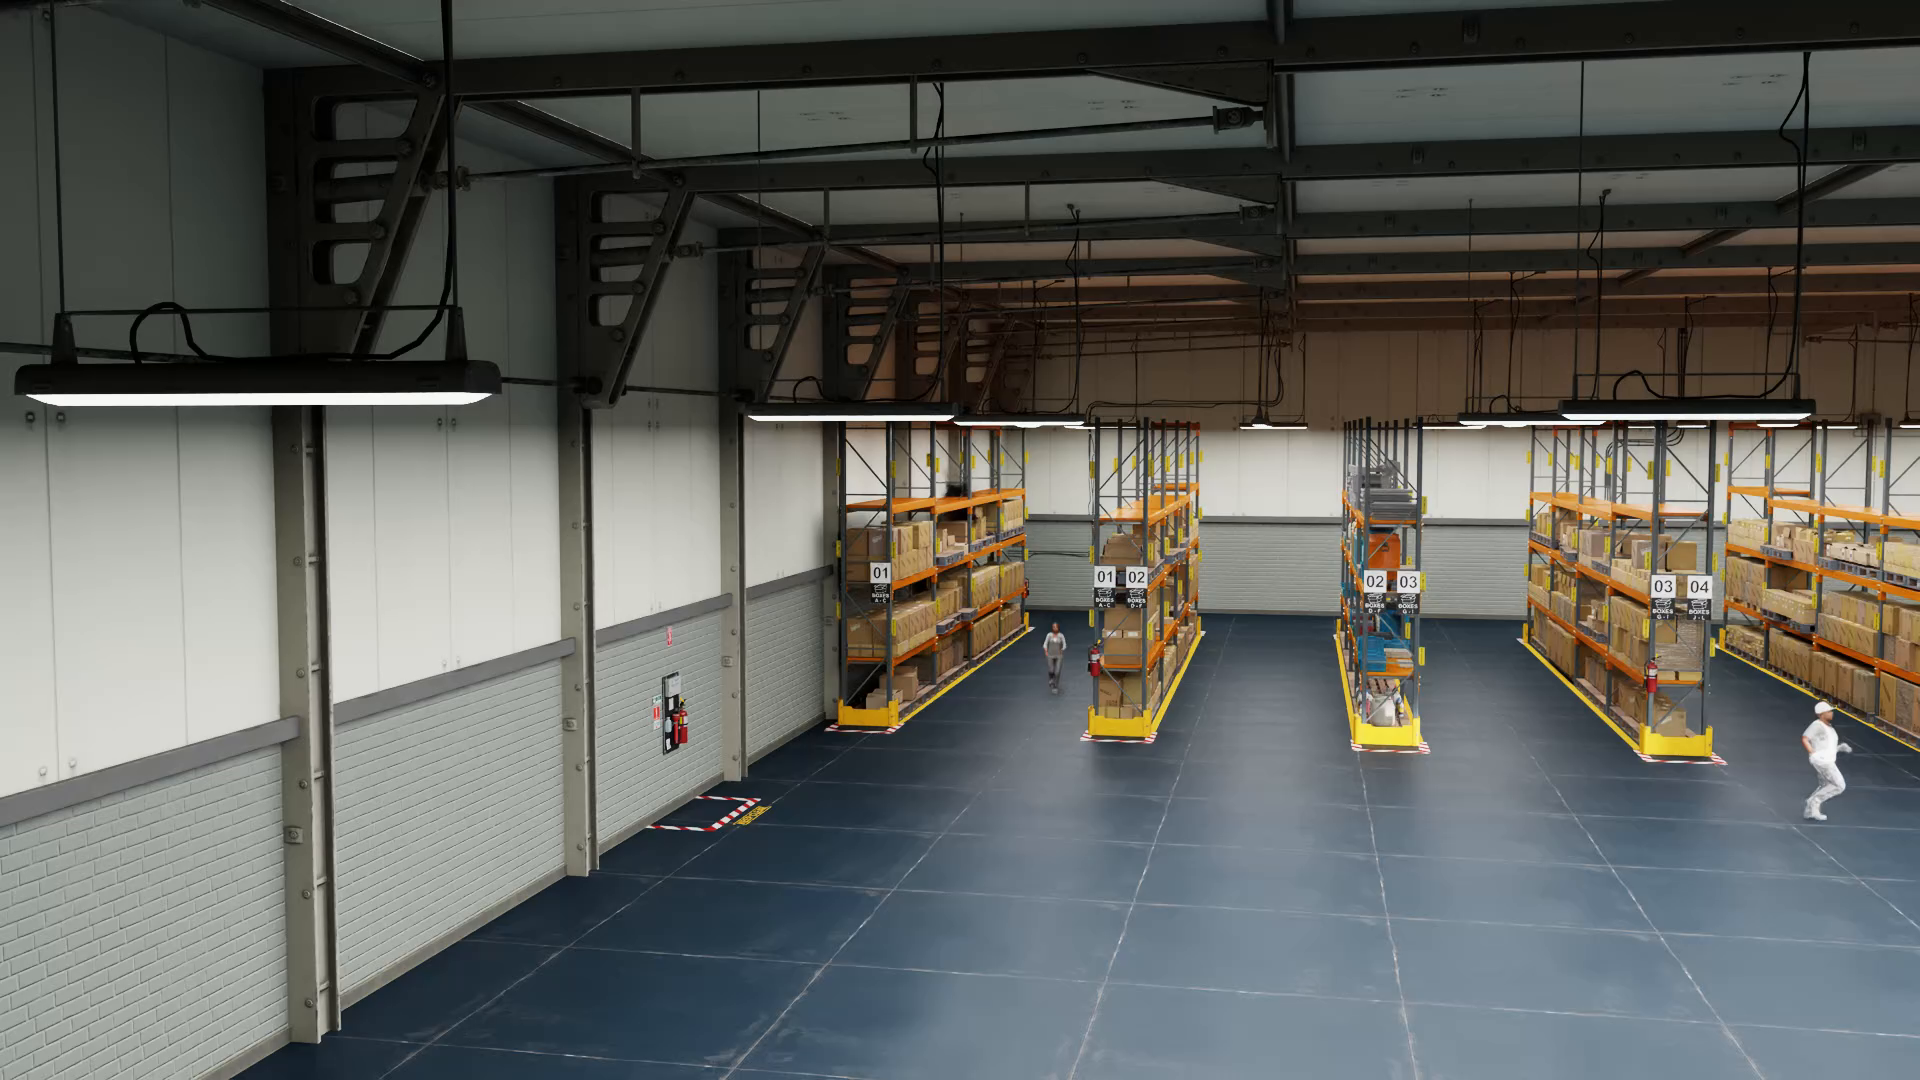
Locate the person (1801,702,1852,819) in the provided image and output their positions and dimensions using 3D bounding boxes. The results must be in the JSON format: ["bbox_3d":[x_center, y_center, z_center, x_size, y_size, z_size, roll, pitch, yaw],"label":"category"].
[{"bbox_3d":[12.729,3.252,24.402,0.624,1.737,0.670,3,5,36],"label":"person"}]

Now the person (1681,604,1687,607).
[{"bbox_3d":[19.947,1.958,45.321,0.611,1.695,0.758,-1,4,-15],"label":"person"}]

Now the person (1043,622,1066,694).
[{"bbox_3d":[2.077,2.584,36.455,0.507,1.551,0.513,0,4,3],"label":"person"}]
